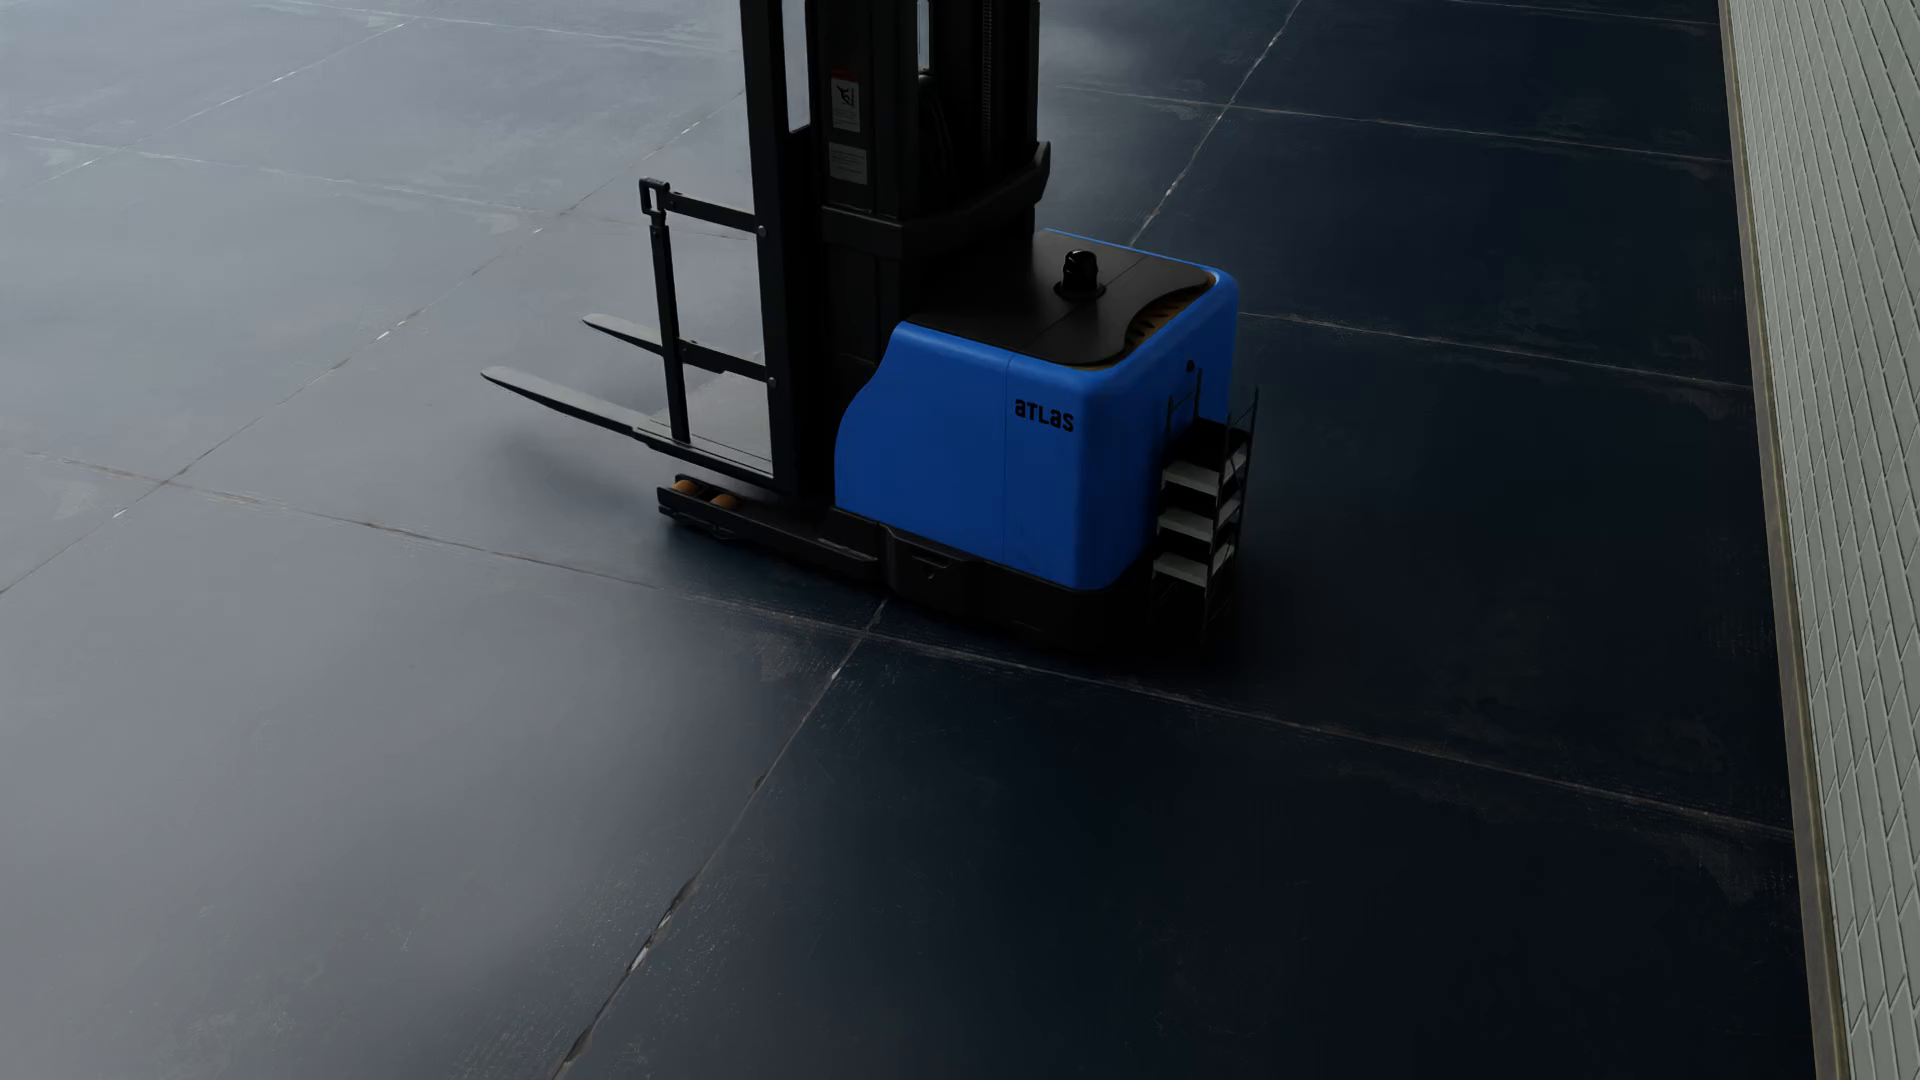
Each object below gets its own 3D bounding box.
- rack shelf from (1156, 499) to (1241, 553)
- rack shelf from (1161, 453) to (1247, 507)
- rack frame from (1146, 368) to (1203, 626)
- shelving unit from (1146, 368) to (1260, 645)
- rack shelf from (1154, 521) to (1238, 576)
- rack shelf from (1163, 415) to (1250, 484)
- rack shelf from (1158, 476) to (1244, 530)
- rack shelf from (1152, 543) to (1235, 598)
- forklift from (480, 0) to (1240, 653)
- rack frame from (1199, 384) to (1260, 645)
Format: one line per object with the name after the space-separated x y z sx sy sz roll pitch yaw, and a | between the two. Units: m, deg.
0.808 -0.075 5.593 0.200 0.077 0.258 20 38 26 | rack shelf
0.811 -0.225 5.494 0.200 0.077 0.258 20 38 26 | rack shelf
0.722 -0.134 5.619 0.006 0.900 0.240 20 38 26 | rack frame
0.808 -0.102 5.575 0.210 0.900 0.258 20 38 26 | shelving unit
0.806 0.000 5.643 0.200 0.077 0.258 20 38 26 | rack shelf
0.813 -0.300 5.444 0.200 0.077 0.258 20 38 26 | rack shelf
0.809 -0.150 5.544 0.200 0.077 0.258 20 38 26 | rack shelf
0.804 0.075 5.693 0.200 0.077 0.258 20 38 26 | rack shelf
-0.545 -1.454 5.801 3.031 2.935 1.130 19 37 27 | forklift
0.894 -0.071 5.531 0.006 0.900 0.240 20 38 26 | rack frame
